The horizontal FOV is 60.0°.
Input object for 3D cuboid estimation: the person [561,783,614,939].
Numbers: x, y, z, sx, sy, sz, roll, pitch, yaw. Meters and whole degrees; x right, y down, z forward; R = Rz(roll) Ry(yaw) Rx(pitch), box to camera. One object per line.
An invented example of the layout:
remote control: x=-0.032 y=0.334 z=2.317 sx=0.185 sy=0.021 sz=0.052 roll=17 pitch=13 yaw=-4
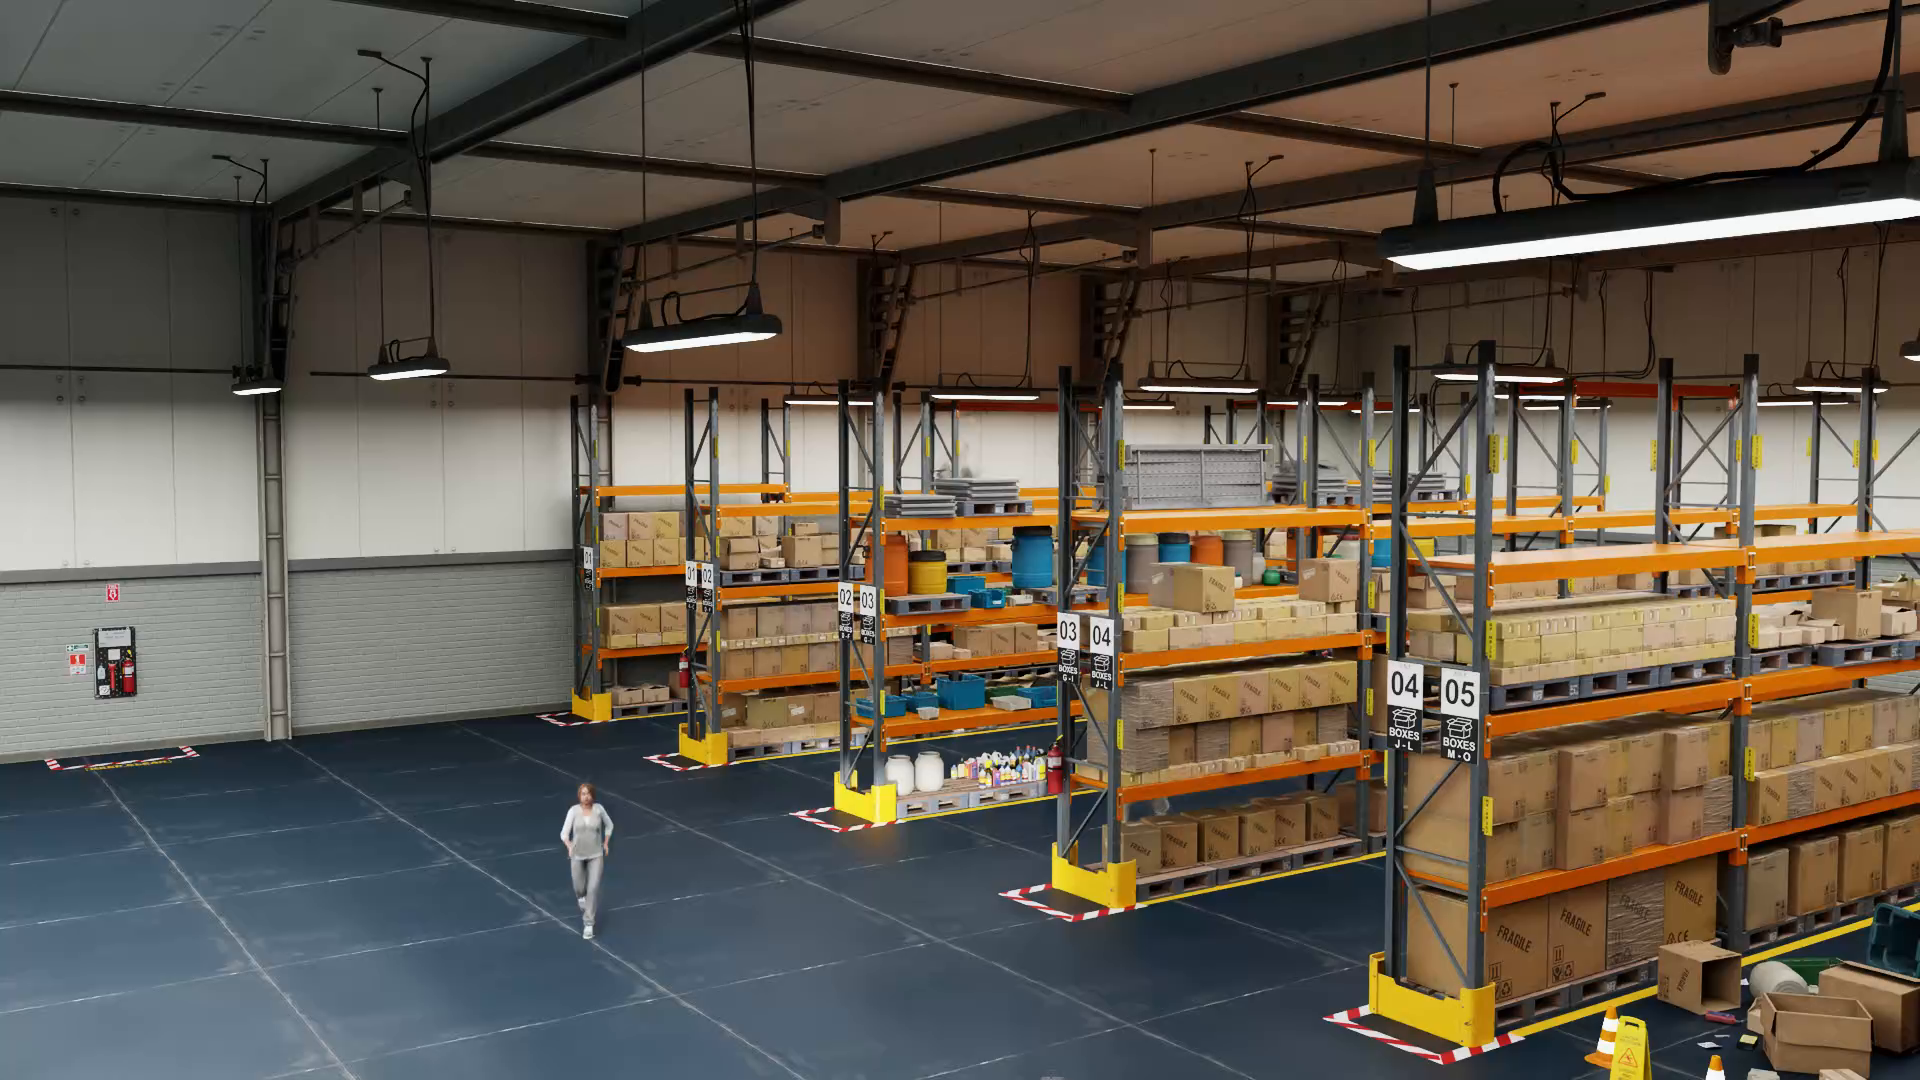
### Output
person: x=-3.915 y=3.332 z=17.498 sx=0.545 sy=1.578 sz=0.741 roll=-1 pitch=4 yaw=-13

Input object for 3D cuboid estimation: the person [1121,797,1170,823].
person: x=2.349 y=2.920 z=21.924 sx=1.064 sy=1.771 sz=0.699 roll=-3 pitch=4 yaw=-40
